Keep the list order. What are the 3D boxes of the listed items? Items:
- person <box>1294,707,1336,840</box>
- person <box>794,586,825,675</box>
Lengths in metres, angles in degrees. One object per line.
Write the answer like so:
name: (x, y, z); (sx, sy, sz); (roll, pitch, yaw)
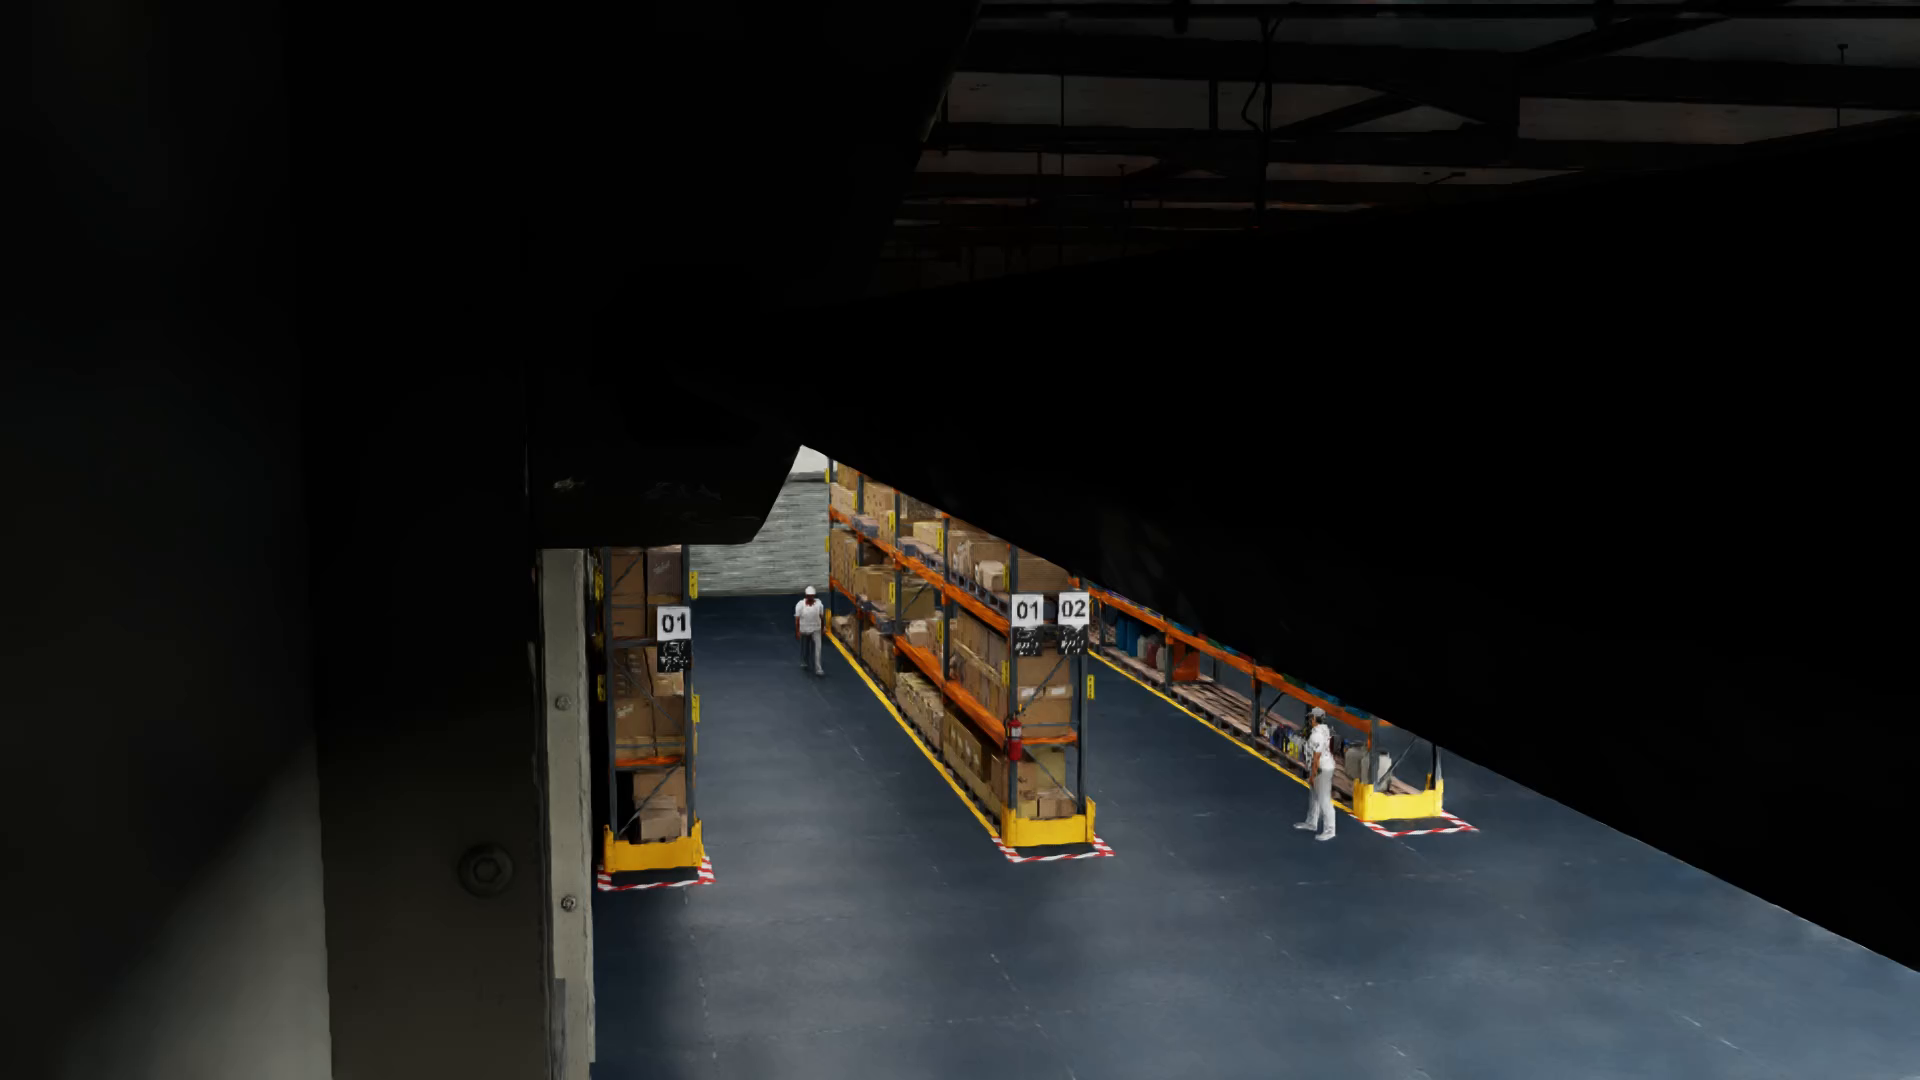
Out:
person: (4.580, 2.964, 21.379); (0.556, 1.659, 0.597); (2, 7, 16)
person: (-2.878, 1.705, 31.841); (0.577, 1.691, 1.121); (-1, 7, -10)
